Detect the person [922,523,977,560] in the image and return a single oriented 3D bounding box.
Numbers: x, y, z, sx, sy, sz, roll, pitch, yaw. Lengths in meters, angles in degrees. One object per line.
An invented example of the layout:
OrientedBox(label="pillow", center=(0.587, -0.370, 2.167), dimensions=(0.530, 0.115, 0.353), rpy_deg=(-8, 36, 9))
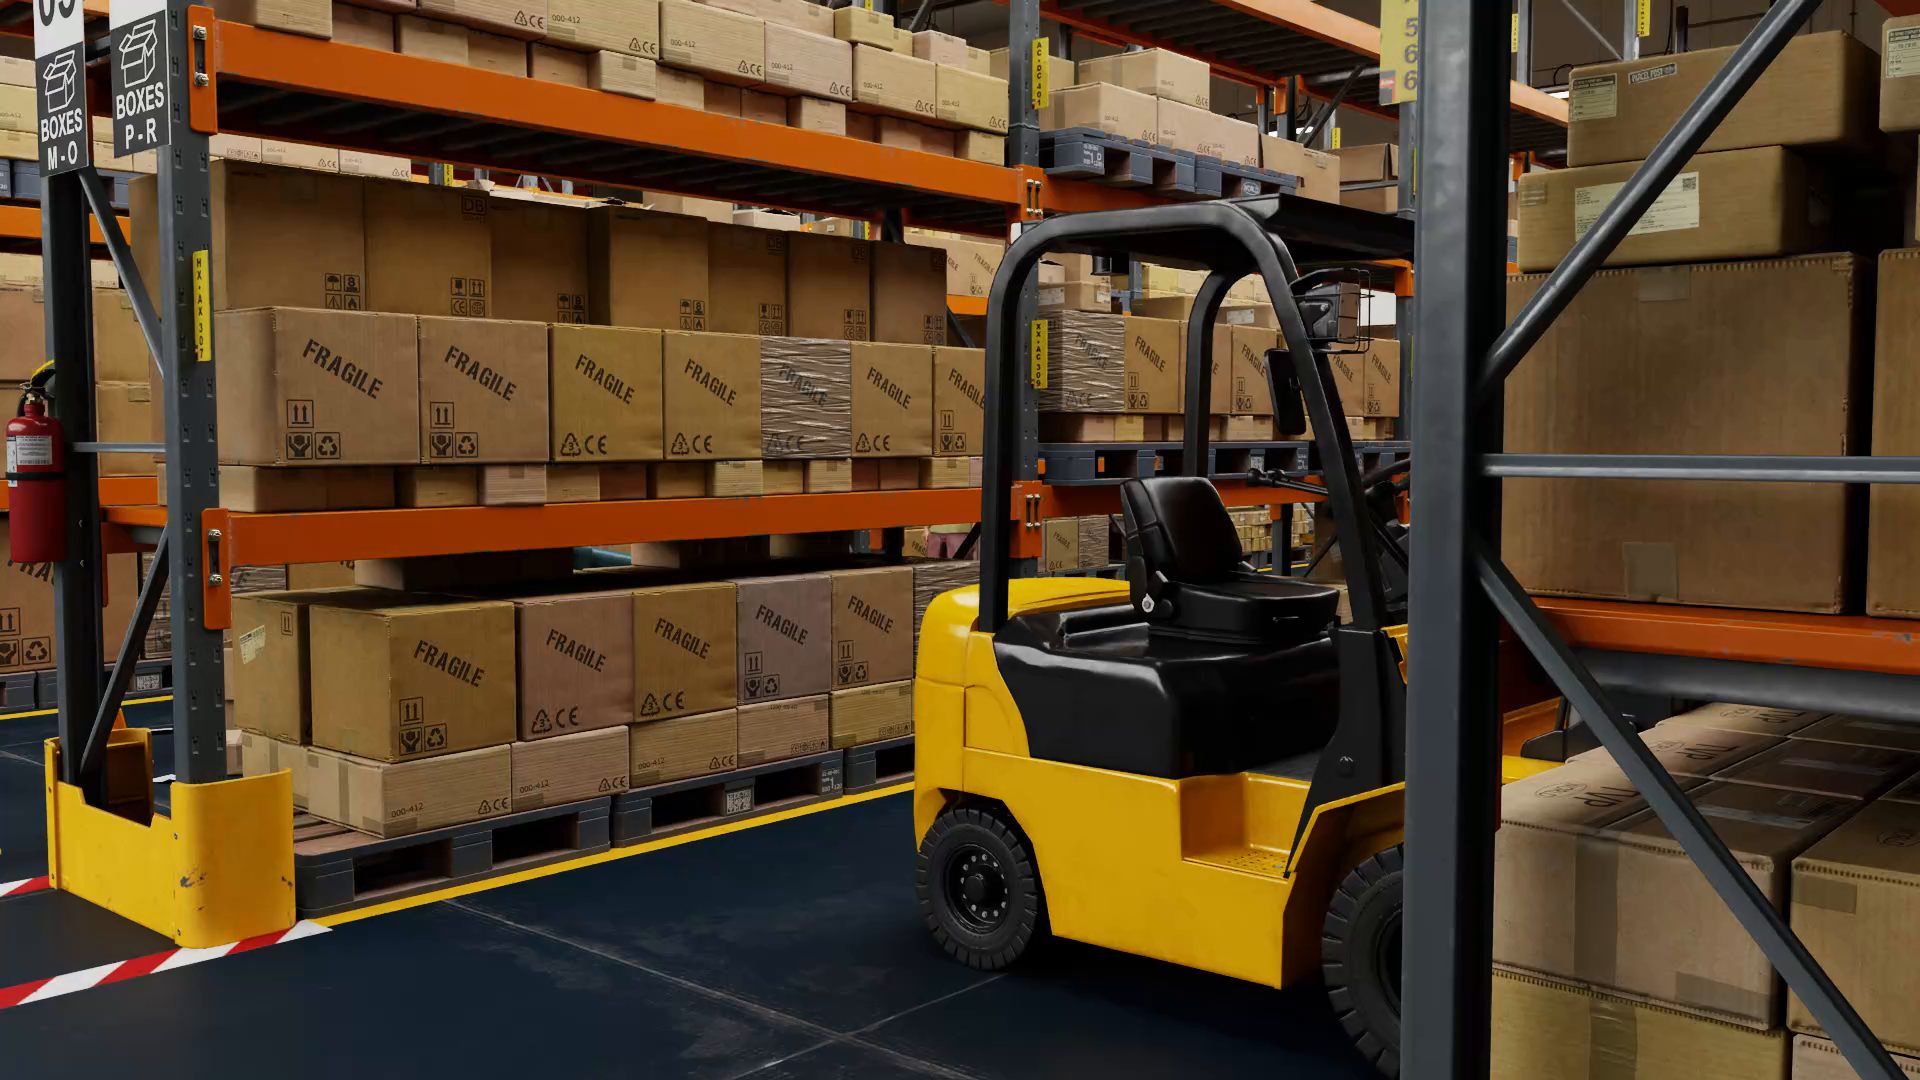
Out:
OrientedBox(label="person", center=(-0.072, -0.025, 11.649), dimensions=(0.498, 1.672, 0.360), rpy_deg=(3, 5, 41))
